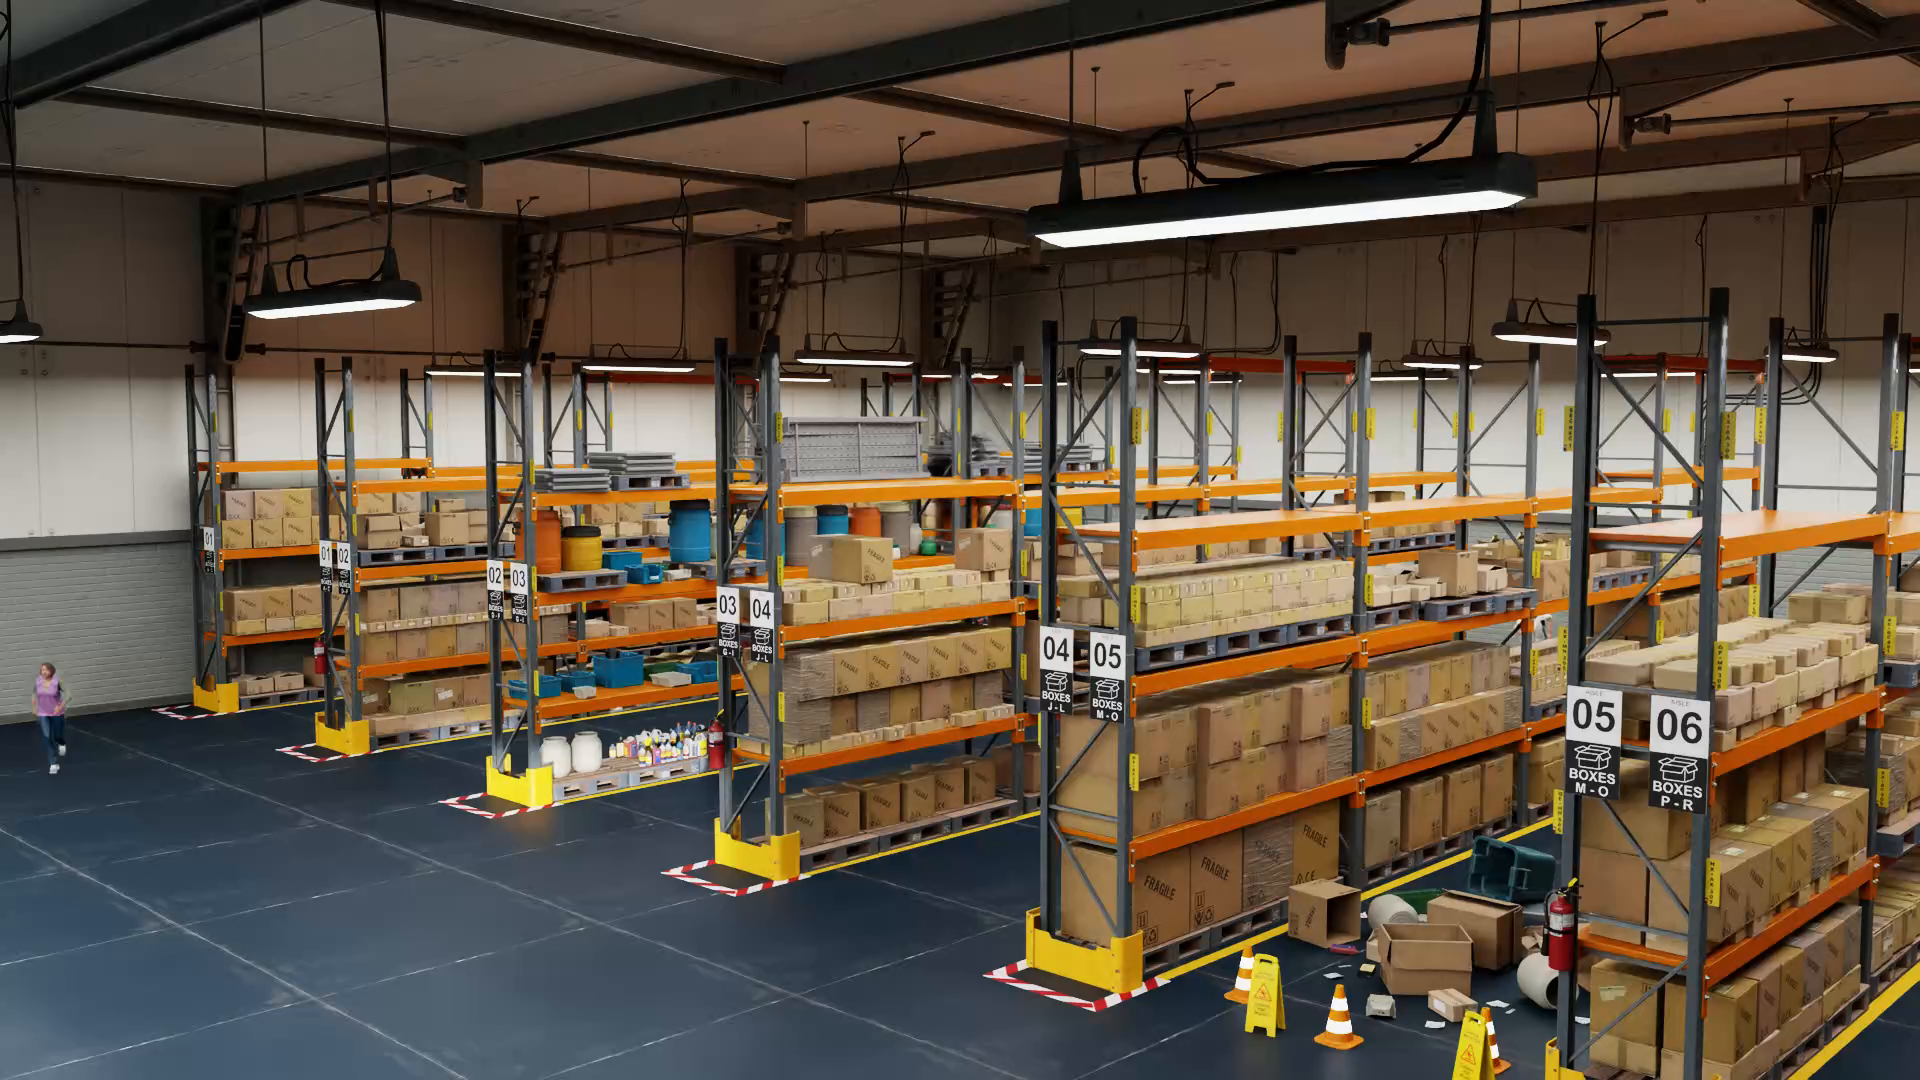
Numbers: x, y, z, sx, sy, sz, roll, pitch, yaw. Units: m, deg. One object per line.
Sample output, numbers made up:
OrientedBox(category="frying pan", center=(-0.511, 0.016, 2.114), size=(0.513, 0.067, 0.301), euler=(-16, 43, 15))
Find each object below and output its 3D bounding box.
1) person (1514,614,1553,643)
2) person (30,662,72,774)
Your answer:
OrientedBox(category="person", center=(10.574, 1.965, 30.686), size=(0.698, 1.779, 0.977), euler=(1, 5, 14))
OrientedBox(category="person", center=(-13.181, 2.544, 24.130), size=(0.560, 1.585, 0.802), euler=(-1, 5, -15))
